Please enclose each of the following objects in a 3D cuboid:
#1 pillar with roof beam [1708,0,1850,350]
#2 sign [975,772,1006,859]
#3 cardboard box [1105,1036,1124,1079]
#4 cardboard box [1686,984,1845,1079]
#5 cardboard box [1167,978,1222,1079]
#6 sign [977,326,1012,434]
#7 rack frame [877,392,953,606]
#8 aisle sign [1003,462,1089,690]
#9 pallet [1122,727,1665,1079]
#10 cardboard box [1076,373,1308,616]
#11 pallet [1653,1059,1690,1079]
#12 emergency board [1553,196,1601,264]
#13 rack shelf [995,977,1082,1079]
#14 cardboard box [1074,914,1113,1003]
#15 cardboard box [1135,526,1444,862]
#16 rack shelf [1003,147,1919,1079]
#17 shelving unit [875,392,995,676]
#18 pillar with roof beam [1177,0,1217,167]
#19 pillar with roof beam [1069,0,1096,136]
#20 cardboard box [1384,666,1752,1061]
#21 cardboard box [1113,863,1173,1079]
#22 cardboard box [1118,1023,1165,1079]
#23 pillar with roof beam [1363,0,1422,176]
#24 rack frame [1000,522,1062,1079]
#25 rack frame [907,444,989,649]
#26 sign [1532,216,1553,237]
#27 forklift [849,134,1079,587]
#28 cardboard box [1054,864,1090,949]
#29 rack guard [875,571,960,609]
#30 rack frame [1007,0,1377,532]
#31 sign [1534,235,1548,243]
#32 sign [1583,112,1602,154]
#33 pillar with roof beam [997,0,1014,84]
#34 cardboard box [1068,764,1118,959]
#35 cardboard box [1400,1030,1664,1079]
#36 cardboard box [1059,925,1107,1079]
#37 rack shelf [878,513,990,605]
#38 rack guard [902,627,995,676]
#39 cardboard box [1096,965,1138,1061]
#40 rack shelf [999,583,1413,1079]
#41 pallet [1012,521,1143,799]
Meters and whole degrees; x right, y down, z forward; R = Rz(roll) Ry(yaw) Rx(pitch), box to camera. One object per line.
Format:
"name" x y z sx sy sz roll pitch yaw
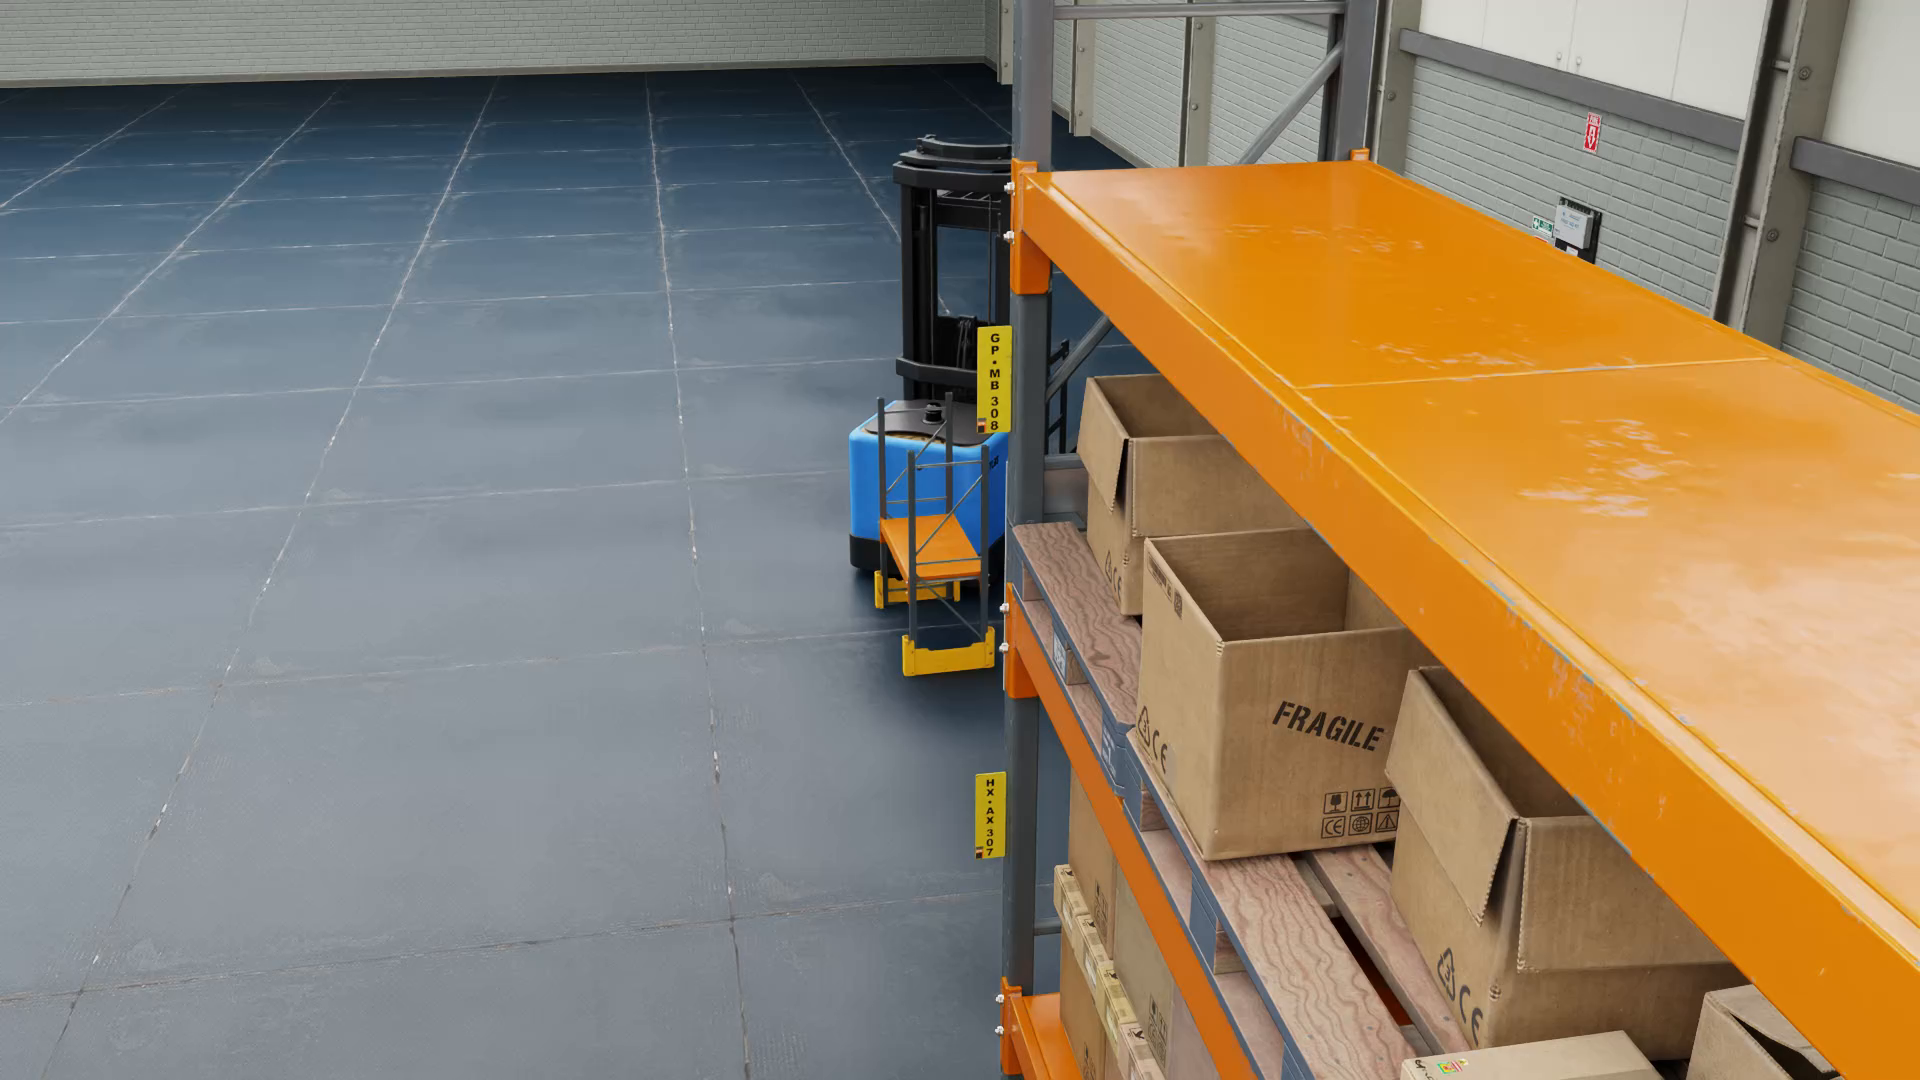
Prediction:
"pillar with roof beam" 1.154 -3.643 9.591 9.100 9.000 0.400 -4 24 -10
"sign" 0.101 0.910 5.481 0.100 0.325 0.005 -4 24 -10
"cardboard box" 0.823 1.649 4.844 0.700 0.500 0.500 -4 24 -8
"cardboard box" 1.453 0.857 2.447 0.500 0.311 0.500 -6 24 -13
"cardboard box" 0.927 1.274 4.083 0.700 0.500 0.500 -4 24 -10
"sign" 0.101 -0.469 4.879 0.100 0.325 0.005 -4 24 -10
"rack frame" -0.296 -0.262 11.218 0.500 1.500 0.032 -5 24 -12
"aisle sign" 0.334 0.109 5.246 0.394 0.787 0.004 -4 24 -10
"pallet" 0.982 0.731 3.434 1.003 0.211 1.213 -4 24 -10
"cardboard box" 0.749 -0.148 4.508 0.797 0.503 0.637 -3 24 -6
"pallet" 1.204 1.210 2.338 1.003 0.211 1.213 -4 24 -10
"emergency board" 4.965 -2.188 13.754 0.194 1.169 0.643 -4 24 -10
"rack shelf" 1.017 2.420 4.102 1.077 0.370 4.000 -4 24 -10
"cardboard box" 0.560 1.235 4.982 0.380 0.149 0.250 -5 24 -11
"cardboard box" 0.686 0.300 3.485 0.500 0.500 0.500 -4 24 -10
"rack shelf" 1.017 -0.146 2.981 1.077 0.370 4.000 -4 24 -10
"shelving unit" -0.181 -0.060 10.756 0.587 1.500 1.083 -5 24 -12
"pillar with roof beam" -1.065 -8.363 20.399 9.100 9.000 0.400 -4 24 -10
"pillar with roof beam" -2.174 -10.724 25.802 9.100 9.000 0.400 -4 24 -10
"cardboard box" 1.206 0.542 2.928 0.797 0.503 0.637 -2 24 -4
"cardboard box" 0.833 1.075 4.536 0.700 0.500 0.500 -5 24 -11
"cardboard box" 0.649 1.432 4.530 0.380 0.149 0.250 -5 24 -11
"pillar with roof beam" 0.045 -6.003 14.995 9.100 9.000 0.400 -4 24 -10
"rack frame" 0.647 1.304 5.759 1.000 3.000 0.127 -4 24 -10
"rack frame" -0.071 0.135 10.310 0.500 1.500 0.032 -5 24 -12
"sign" 4.957 -2.670 14.150 0.001 0.109 0.331 -4 24 -10
"forklift" 0.237 -1.576 12.438 1.130 2.935 3.031 9 25 20
"cardboard box" 0.508 1.131 5.219 0.380 0.149 0.250 -4 24 -10
"rack guard" -0.291 0.318 11.451 0.587 0.250 0.087 -5 24 -12
"rack frame" 0.647 -1.445 4.558 1.000 3.000 0.127 -4 24 -10
"sign" 4.965 -2.429 14.262 0.001 0.329 0.234 -4 24 -10
"sign" 5.062 -3.261 13.314 0.001 0.298 0.199 -4 24 -10
"pillar with roof beam" -3.284 -13.084 31.206 9.100 9.000 0.400 -4 24 -10
"cardboard box" 0.731 0.869 5.009 0.700 0.500 0.500 -4 24 -10
"cardboard box" 0.895 0.907 2.535 0.380 0.149 0.250 -4 24 -10
"cardboard box" 0.721 1.443 5.317 0.700 0.500 0.500 -4 24 -10
"rack shelf" -0.183 0.101 10.836 0.538 0.185 1.000 -5 24 -12
"rack guard" -0.071 0.707 10.561 0.587 0.250 0.087 -5 24 -12
"cardboard box" 0.604 1.333 4.757 0.380 0.149 0.250 -4 24 -10
"rack shelf" 1.017 1.046 3.502 1.077 0.370 4.000 -4 24 -10
"pallet" 0.753 0.250 4.535 1.003 0.211 1.213 -4 24 -10
